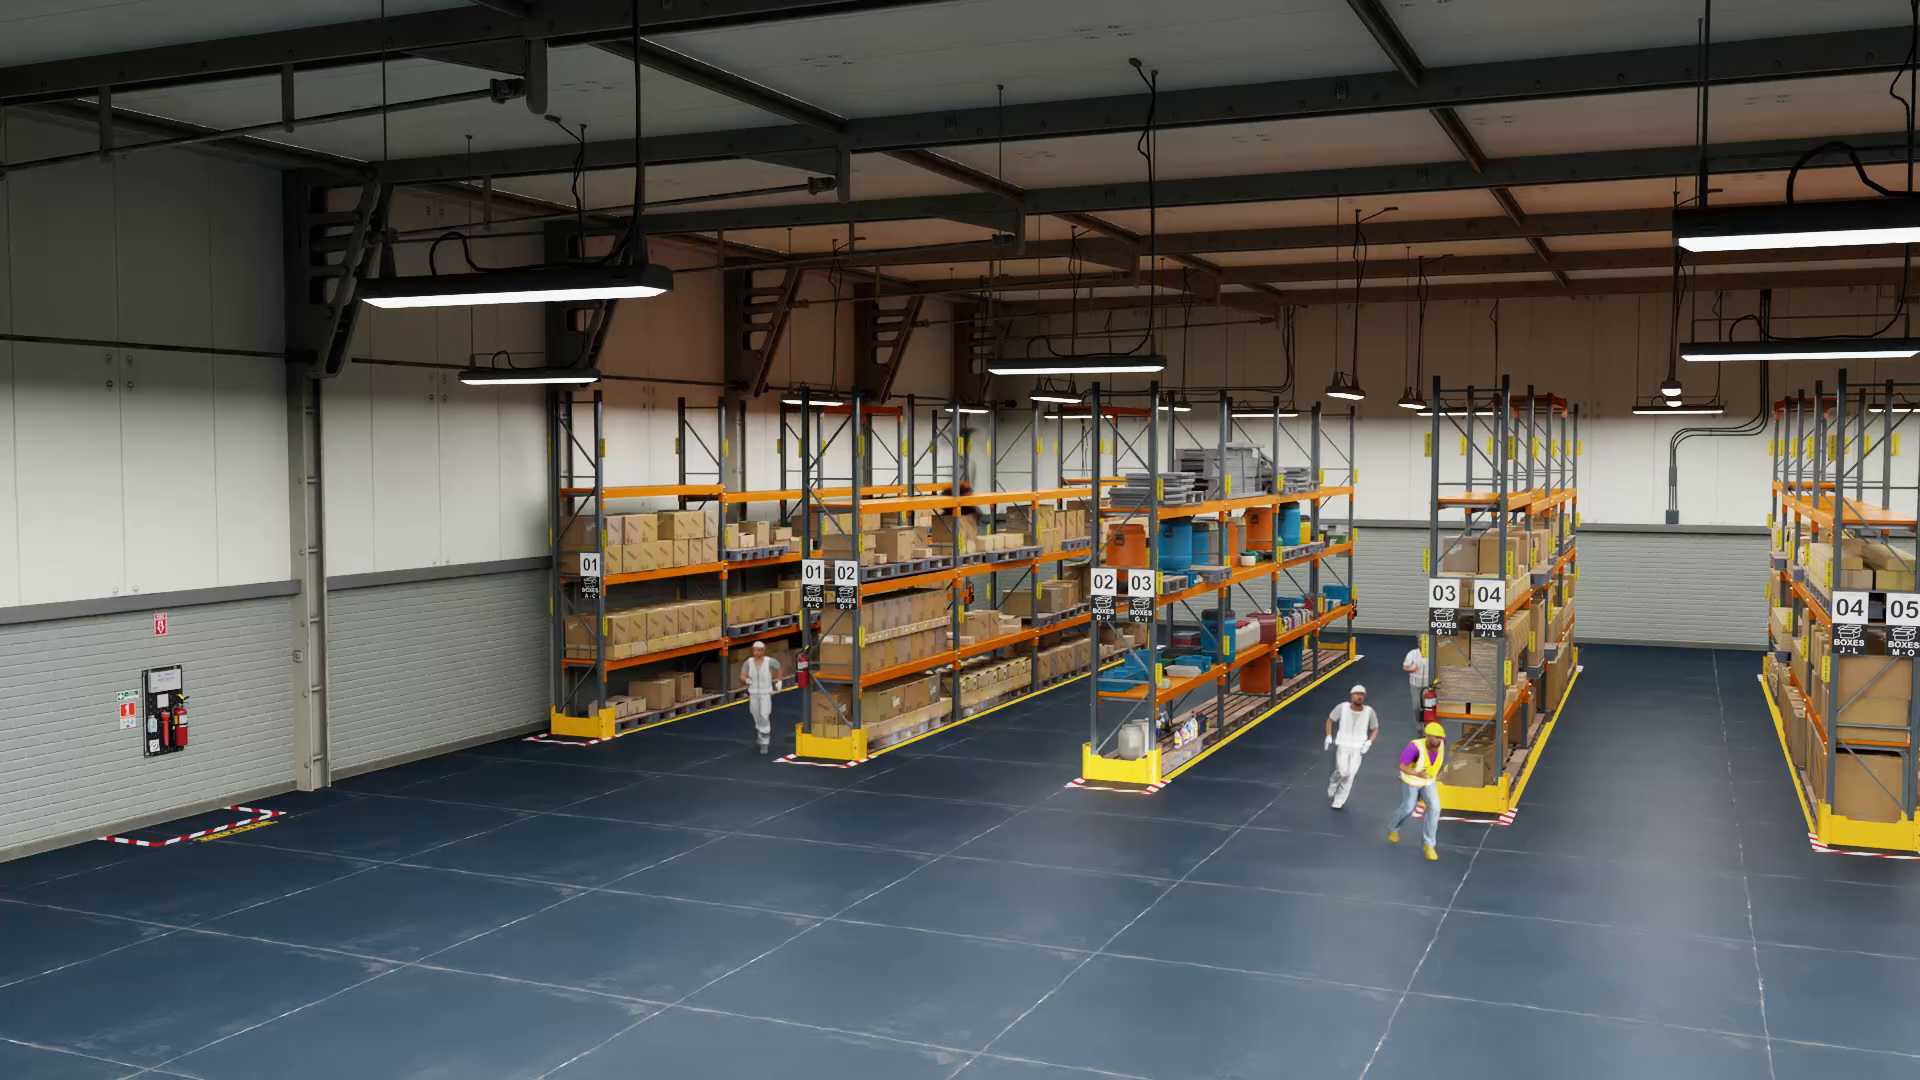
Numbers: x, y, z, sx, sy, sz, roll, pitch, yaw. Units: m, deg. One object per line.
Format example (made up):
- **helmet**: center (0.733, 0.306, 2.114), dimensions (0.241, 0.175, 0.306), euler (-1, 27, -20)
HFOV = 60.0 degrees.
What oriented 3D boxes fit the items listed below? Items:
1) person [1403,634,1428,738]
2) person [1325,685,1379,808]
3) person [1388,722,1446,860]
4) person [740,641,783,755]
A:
- **person**: center (7.977, 2.512, 28.684), dimensions (0.655, 1.809, 0.917), euler (1, 3, 14)
- **person**: center (5.444, 2.873, 23.081), dimensions (0.734, 1.707, 0.534), euler (0, 3, 8)
- **person**: center (5.650, 3.057, 20.569), dimensions (0.731, 1.717, 1.044), euler (-1, 3, -21)
- **person**: center (-3.294, 2.588, 27.531), dimensions (0.693, 1.855, 0.813), euler (0, 3, 7)
